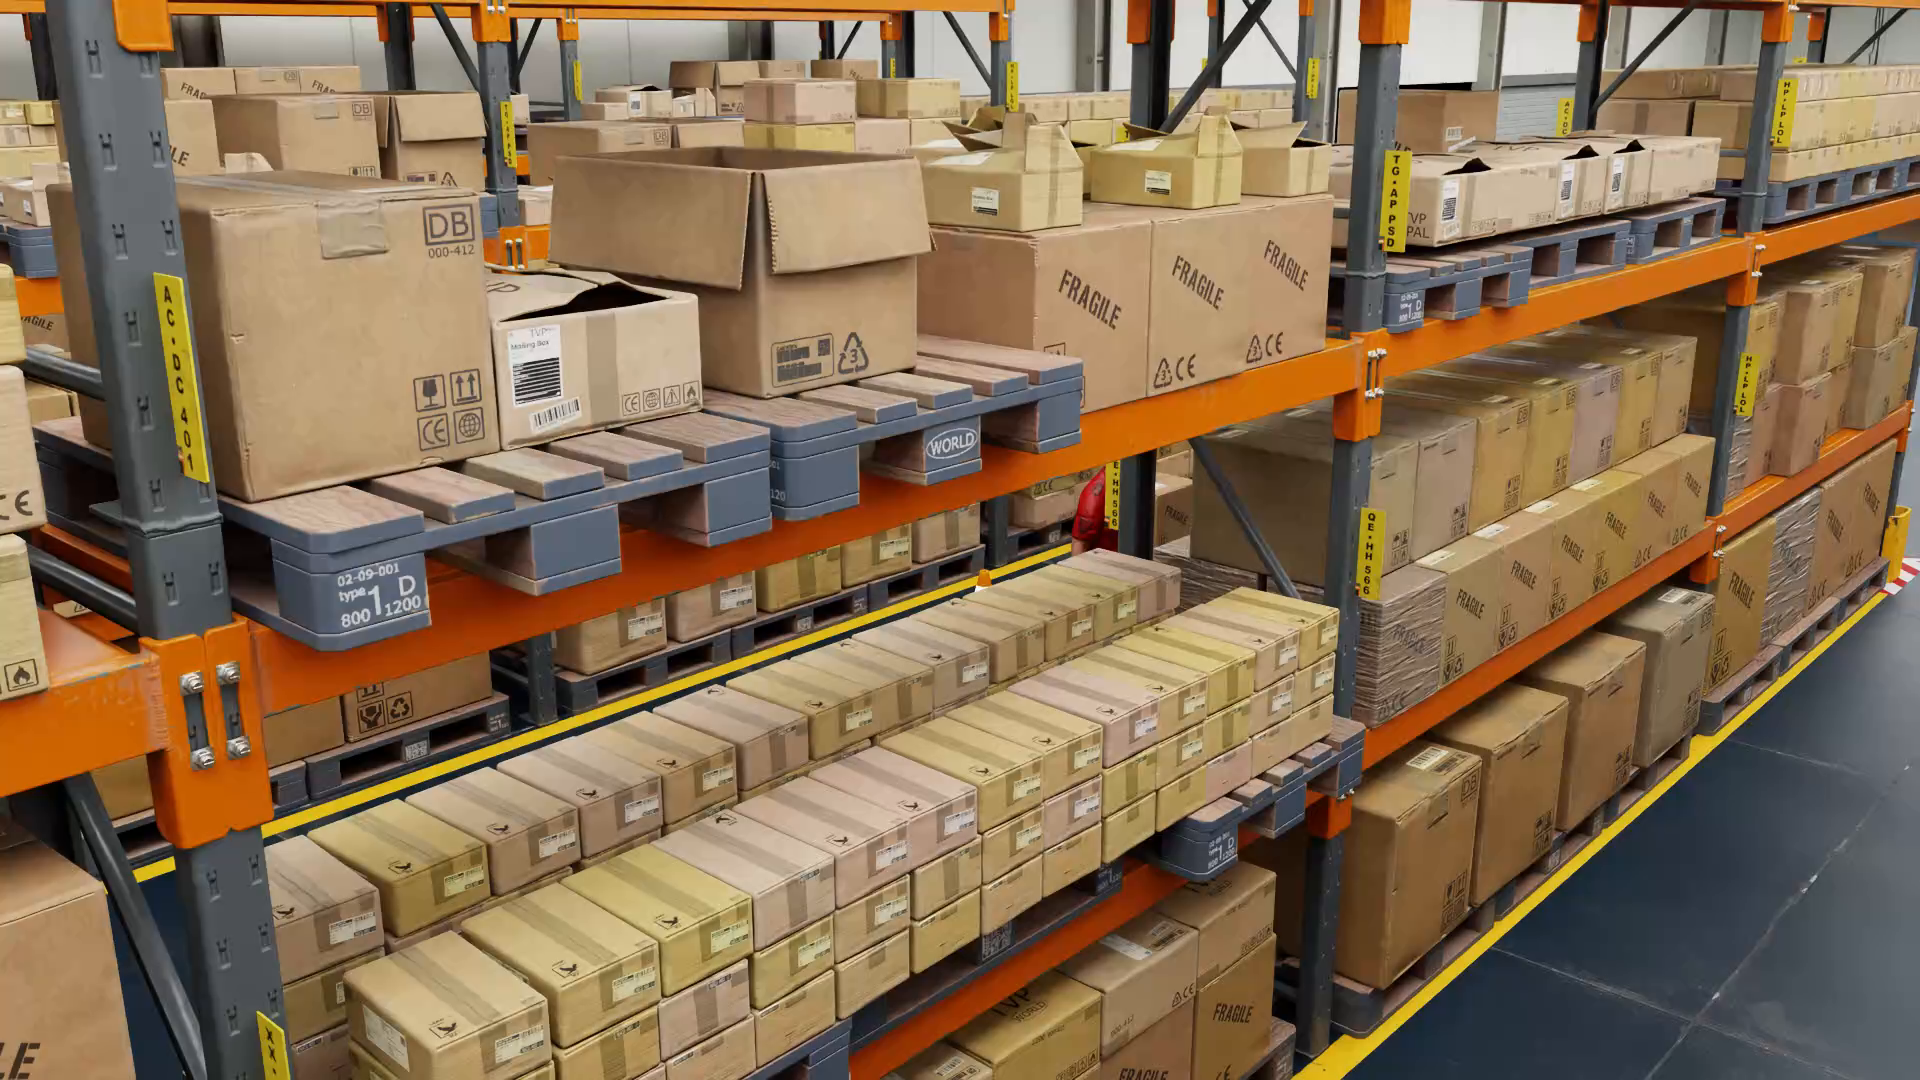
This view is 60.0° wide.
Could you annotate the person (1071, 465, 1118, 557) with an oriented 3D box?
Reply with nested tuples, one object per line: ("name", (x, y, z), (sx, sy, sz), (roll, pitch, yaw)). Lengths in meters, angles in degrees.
("person", (0.821, 0.265, 9.187), (0.393, 1.726, 0.606), (13, 21, 36))
